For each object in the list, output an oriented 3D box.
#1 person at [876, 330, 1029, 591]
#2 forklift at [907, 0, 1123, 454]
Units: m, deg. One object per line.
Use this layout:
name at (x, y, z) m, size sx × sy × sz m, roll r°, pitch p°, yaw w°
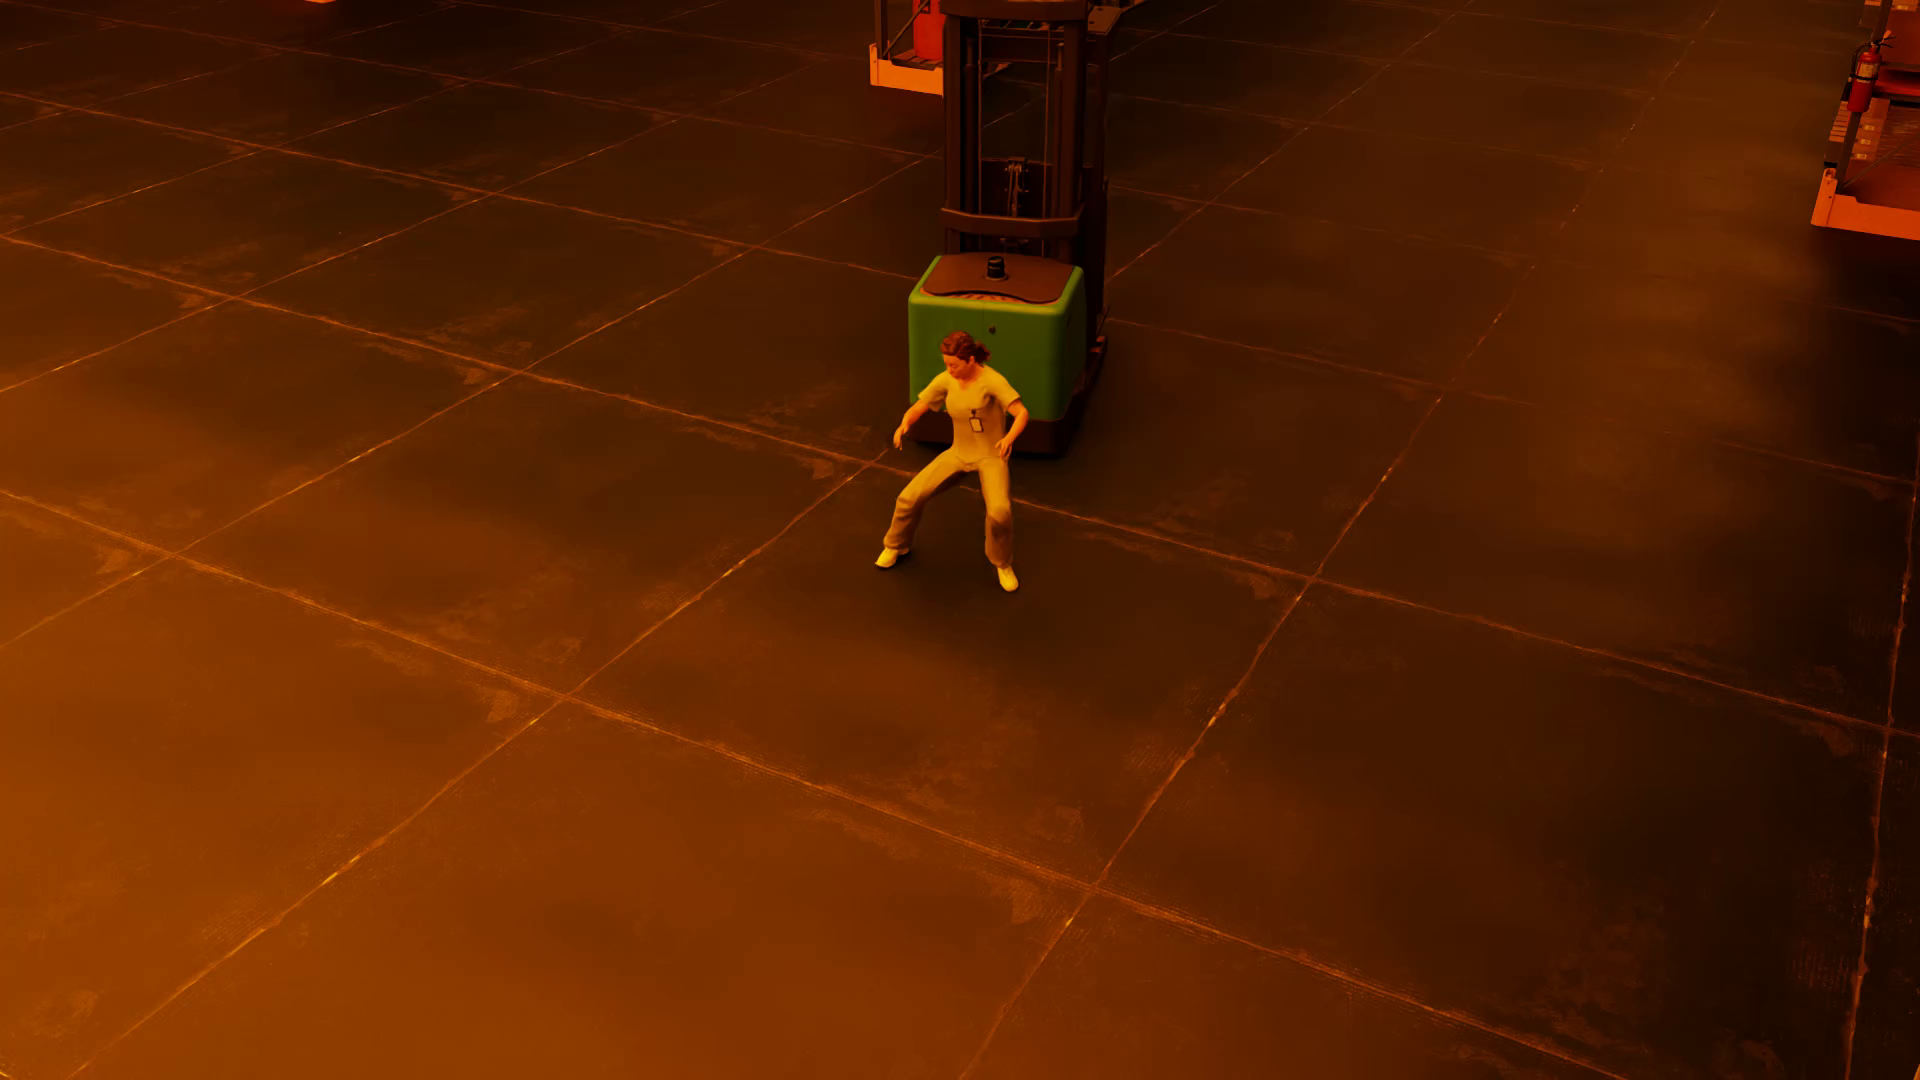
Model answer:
person at (-0.025, -0.443, 9.307) m, size 0.926 × 1.462 × 0.691 m, roll 19°, pitch 35°, yaw 29°
forklift at (0.481, -2.552, 11.493) m, size 1.130 × 2.935 × 3.031 m, roll 7°, pitch 31°, yaw 11°
